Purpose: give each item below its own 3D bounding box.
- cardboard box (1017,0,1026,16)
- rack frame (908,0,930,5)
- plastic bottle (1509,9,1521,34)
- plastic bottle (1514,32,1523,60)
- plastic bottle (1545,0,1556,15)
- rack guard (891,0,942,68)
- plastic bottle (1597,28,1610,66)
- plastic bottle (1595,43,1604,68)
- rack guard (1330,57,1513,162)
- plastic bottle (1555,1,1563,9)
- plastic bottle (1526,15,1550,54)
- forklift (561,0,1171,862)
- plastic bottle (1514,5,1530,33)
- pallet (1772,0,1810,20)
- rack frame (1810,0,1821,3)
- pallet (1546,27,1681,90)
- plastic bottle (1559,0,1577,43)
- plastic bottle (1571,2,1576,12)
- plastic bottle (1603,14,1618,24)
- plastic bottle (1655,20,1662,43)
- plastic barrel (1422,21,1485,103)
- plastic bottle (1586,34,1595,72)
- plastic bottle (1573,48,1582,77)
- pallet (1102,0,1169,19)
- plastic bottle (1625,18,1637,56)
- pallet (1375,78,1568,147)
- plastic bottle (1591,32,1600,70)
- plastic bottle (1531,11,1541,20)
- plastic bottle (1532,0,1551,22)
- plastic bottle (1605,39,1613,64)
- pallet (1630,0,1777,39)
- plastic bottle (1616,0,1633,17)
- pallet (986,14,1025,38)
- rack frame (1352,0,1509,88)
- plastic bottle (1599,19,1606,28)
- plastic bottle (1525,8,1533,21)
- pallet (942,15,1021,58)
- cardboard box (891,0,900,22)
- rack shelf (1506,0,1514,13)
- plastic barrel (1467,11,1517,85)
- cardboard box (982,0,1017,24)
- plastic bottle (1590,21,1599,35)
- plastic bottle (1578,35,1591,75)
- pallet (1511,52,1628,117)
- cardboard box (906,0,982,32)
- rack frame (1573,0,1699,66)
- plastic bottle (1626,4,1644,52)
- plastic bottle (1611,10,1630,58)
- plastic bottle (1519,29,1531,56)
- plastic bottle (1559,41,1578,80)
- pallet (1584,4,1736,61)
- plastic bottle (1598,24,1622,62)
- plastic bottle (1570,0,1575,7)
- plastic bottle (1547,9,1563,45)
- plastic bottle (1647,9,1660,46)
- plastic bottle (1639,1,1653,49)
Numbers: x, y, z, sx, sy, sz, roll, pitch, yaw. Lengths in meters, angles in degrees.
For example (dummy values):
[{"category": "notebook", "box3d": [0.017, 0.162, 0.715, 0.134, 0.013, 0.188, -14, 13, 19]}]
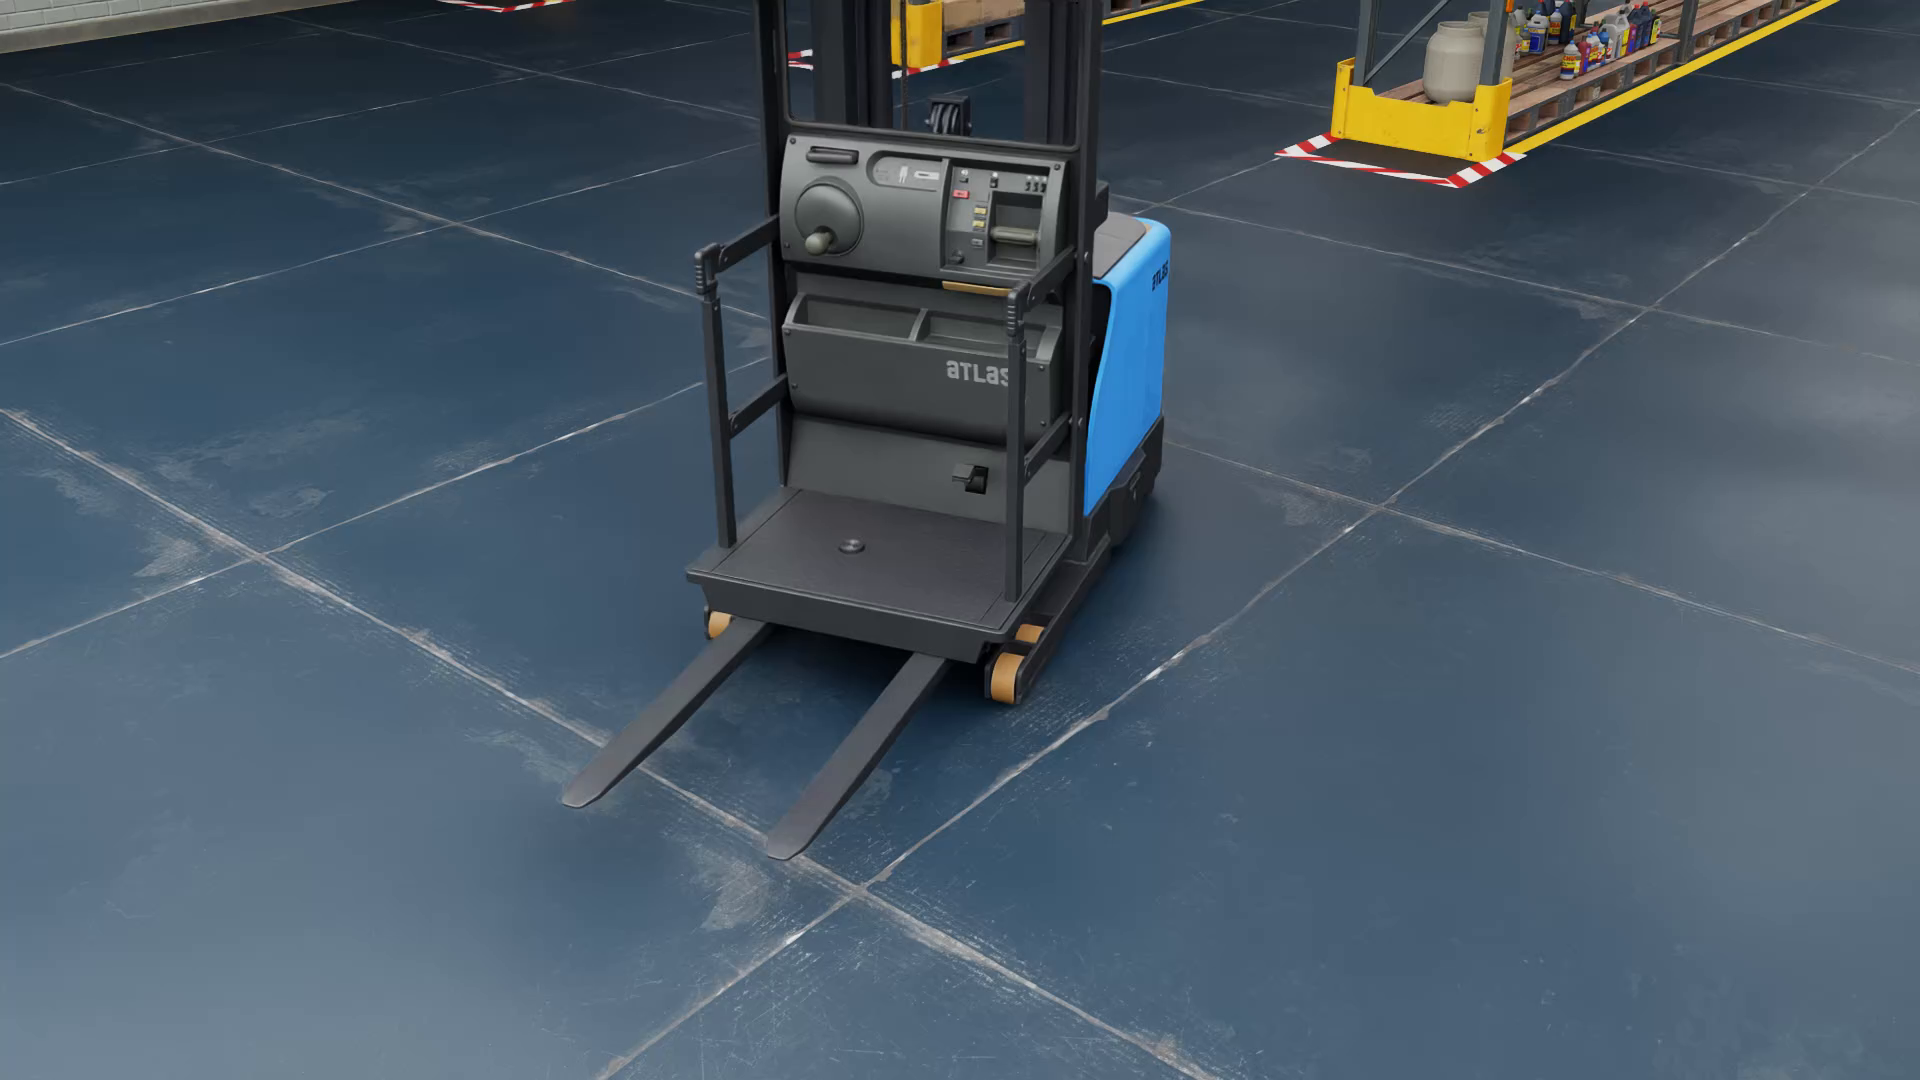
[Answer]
[{"category": "cardboard box", "box3d": [0.476, -4.941, 15.072, 0.500, 0.250, 0.500, 21, 34, 34]}, {"category": "rack frame", "box3d": [-0.670, -5.495, 13.608, 1.000, 3.000, 0.127, 21, 34, 34]}, {"category": "plastic bottle", "box3d": [4.351, -4.035, 13.189, 0.144, 0.351, 0.185, 22, 35, 36]}, {"category": "plastic bottle", "box3d": [4.357, -3.879, 13.050, 0.097, 0.201, 0.097, 0, 27, 0]}, {"category": "plastic bottle", "box3d": [4.860, -4.318, 13.737, 0.144, 0.351, 0.185, 22, 34, 36]}, {"category": "rack guard", "box3d": [-0.686, -4.376, 14.166, 1.175, 0.500, 0.348, 21, 34, 34]}, {"category": "plastic bottle", "box3d": [4.954, -3.810, 12.842, 0.097, 0.271, 0.097, 0, 27, 0]}, {"category": "plastic bottle", "box3d": [4.888, -3.743, 12.787, 0.097, 0.201, 0.097, 0, 27, 0]}, {"category": "rack guard", "box3d": [3.162, -2.977, 11.460, 1.175, 0.500, 0.348, 21, 34, 34]}, {"category": "plastic bottle", "box3d": [4.968, -4.343, 13.865, 0.152, 0.276, 0.135, 22, 35, 36]}, {"category": "plastic bottle", "box3d": [4.600, -4.033, 13.267, 0.152, 0.276, 0.135, 21, 34, 34]}, {"category": "forklift", "box3d": [-0.203, -0.998, 4.990, 1.130, 2.935, 3.031, 10, 29, 19]}, {"category": "plastic bottle", "box3d": [4.470, -4.101, 13.316, 0.144, 0.351, 0.185, 20, 34, 34]}, {"category": "pallet", "box3d": [7.715, -5.381, 16.421, 1.003, 0.211, 1.213, 21, 34, 34]}, {"category": "rack frame", "box3d": [8.238, -6.883, 16.290, 1.000, 3.000, 0.127, 21, 34, 34]}, {"category": "pallet", "box3d": [5.234, -4.000, 13.752, 1.003, 0.211, 1.213, 21, 34, 34]}, {"category": "plastic bottle", "box3d": [4.971, -4.276, 13.656, 0.144, 0.351, 0.185, 21, 34, 34]}, {"category": "plastic bottle", "box3d": [5.051, -4.315, 13.804, 0.061, 0.283, 0.133, 21, 34, 34]}, {"category": "plastic bottle", "box3d": [5.254, -4.104, 13.404, 0.152, 0.276, 0.135, 21, 34, 34]}, {"category": "plastic bottle", "box3d": [5.703, -4.197, 13.665, 0.097, 0.201, 0.097, 0, 27, 0]}, {"category": "plastic barrel", "box3d": [3.509, -3.383, 11.776, 0.421, 0.512, 0.421, 0, 27, 0]}, {"category": "plastic bottle", "box3d": [4.761, -3.703, 12.634, 0.097, 0.271, 0.097, 0, 27, 0]}, {"category": "plastic bottle", "box3d": [4.609, -3.587, 12.486, 0.097, 0.201, 0.097, 0, 27, 0]}, {"category": "pallet", "box3d": [1.336, -5.405, 16.469, 1.003, 0.211, 1.213, 21, 34, 34]}, {"category": "plastic bottle", "box3d": [5.313, -4.003, 13.200, 0.061, 0.283, 0.133, 23, 35, 38]}, {"category": "pallet", "box3d": [3.682, -3.135, 12.080, 1.003, 0.211, 1.213, 21, 34, 34]}, {"category": "plastic bottle", "box3d": [4.825, -3.739, 12.703, 0.097, 0.271, 0.097, 0, 27, 0]}, {"category": "plastic bottle", "box3d": [4.675, -4.153, 13.504, 0.097, 0.271, 0.097, 0, 27, 0]}, {"category": "plastic bottle", "box3d": [4.740, -4.251, 13.608, 0.144, 0.351, 0.185, 19, 33, 32]}, {"category": "plastic bottle", "box3d": [5.019, -3.815, 12.928, 0.097, 0.201, 0.097, 0, 27, 0]}, {"category": "pallet", "box3d": [6.939, -4.950, 15.589, 1.003, 0.211, 1.213, 21, 34, 34]}, {"category": "plastic bottle", "box3d": [5.395, -4.213, 13.533, 0.144, 0.351, 0.185, 21, 34, 34]}, {"category": "pallet", "box3d": [0.560, -4.971, 15.629, 1.003, 0.211, 1.213, 21, 34, 34]}, {"category": "rack frame", "box3d": [3.149, -4.046, 10.807, 1.000, 3.000, 0.127, 21, 34, 34]}, {"category": "plastic bottle", "box3d": [5.084, -3.979, 13.155, 0.061, 0.283, 0.133, 21, 34, 34]}, {"category": "plastic bottle", "box3d": [4.603, -4.175, 13.534, 0.061, 0.283, 0.133, 23, 35, 37]}, {"category": "pallet", "box3d": [-0.216, -4.540, 14.796, 1.003, 0.211, 1.213, 21, 34, 34]}, {"category": "cardboard box", "box3d": [-0.557, -4.737, 14.678, 0.500, 0.250, 0.500, 21, 34, 34]}, {"category": "rack shelf", "box3d": [4.422, -4.436, 12.343, 1.077, 0.370, 4.000, 21, 34, 34]}, {"category": "plastic barrel", "box3d": [3.828, -3.561, 12.120, 0.421, 0.512, 0.421, 0, 27, 0]}, {"category": "cardboard box", "box3d": [0.158, -4.764, 14.730, 0.500, 0.250, 0.500, 21, 34, 34]}, {"category": "plastic bottle", "box3d": [4.990, -3.933, 13.065, 0.061, 0.283, 0.133, 21, 34, 34]}, {"category": "plastic bottle", "box3d": [4.701, -3.662, 12.541, 0.061, 0.283, 0.133, 21, 34, 35]}, {"category": "pallet", "box3d": [4.459, -3.565, 12.912, 1.003, 0.211, 1.213, 21, 34, 34]}, {"category": "cardboard box", "box3d": [-0.158, -4.586, 14.385, 0.500, 0.250, 0.500, 21, 34, 34]}, {"category": "rack frame", "box3d": [5.694, -5.464, 13.548, 1.000, 3.000, 0.127, 21, 34, 34]}, {"category": "plastic bottle", "box3d": [5.384, -4.103, 13.320, 0.144, 0.351, 0.185, 19, 33, 32]}, {"category": "plastic bottle", "box3d": [5.179, -3.988, 13.099, 0.144, 0.351, 0.185, 21, 34, 34]}, {"category": "plastic bottle", "box3d": [4.472, -3.949, 13.185, 0.097, 0.201, 0.097, 0, 27, 0]}, {"category": "plastic bottle", "box3d": [4.543, -3.582, 12.399, 0.097, 0.271, 0.097, 0, 27, 0]}, {"category": "pallet", "box3d": [6.163, -4.516, 14.749, 1.003, 0.211, 1.213, 21, 34, 34]}, {"category": "plastic bottle", "box3d": [5.073, -3.898, 13.007, 0.152, 0.276, 0.135, 21, 34, 35]}, {"category": "plastic bottle", "box3d": [5.153, -4.463, 14.103, 0.097, 0.271, 0.097, 0, 27, 0]}, {"category": "plastic bottle", "box3d": [4.861, -4.196, 13.588, 0.097, 0.271, 0.097, 0, 27, 0]}, {"category": "plastic bottle", "box3d": [5.642, -4.186, 13.555, 0.061, 0.283, 0.133, 23, 35, 37]}, {"category": "plastic bottle", "box3d": [5.507, -4.171, 13.452, 0.144, 0.351, 0.185, 20, 33, 33]}]
